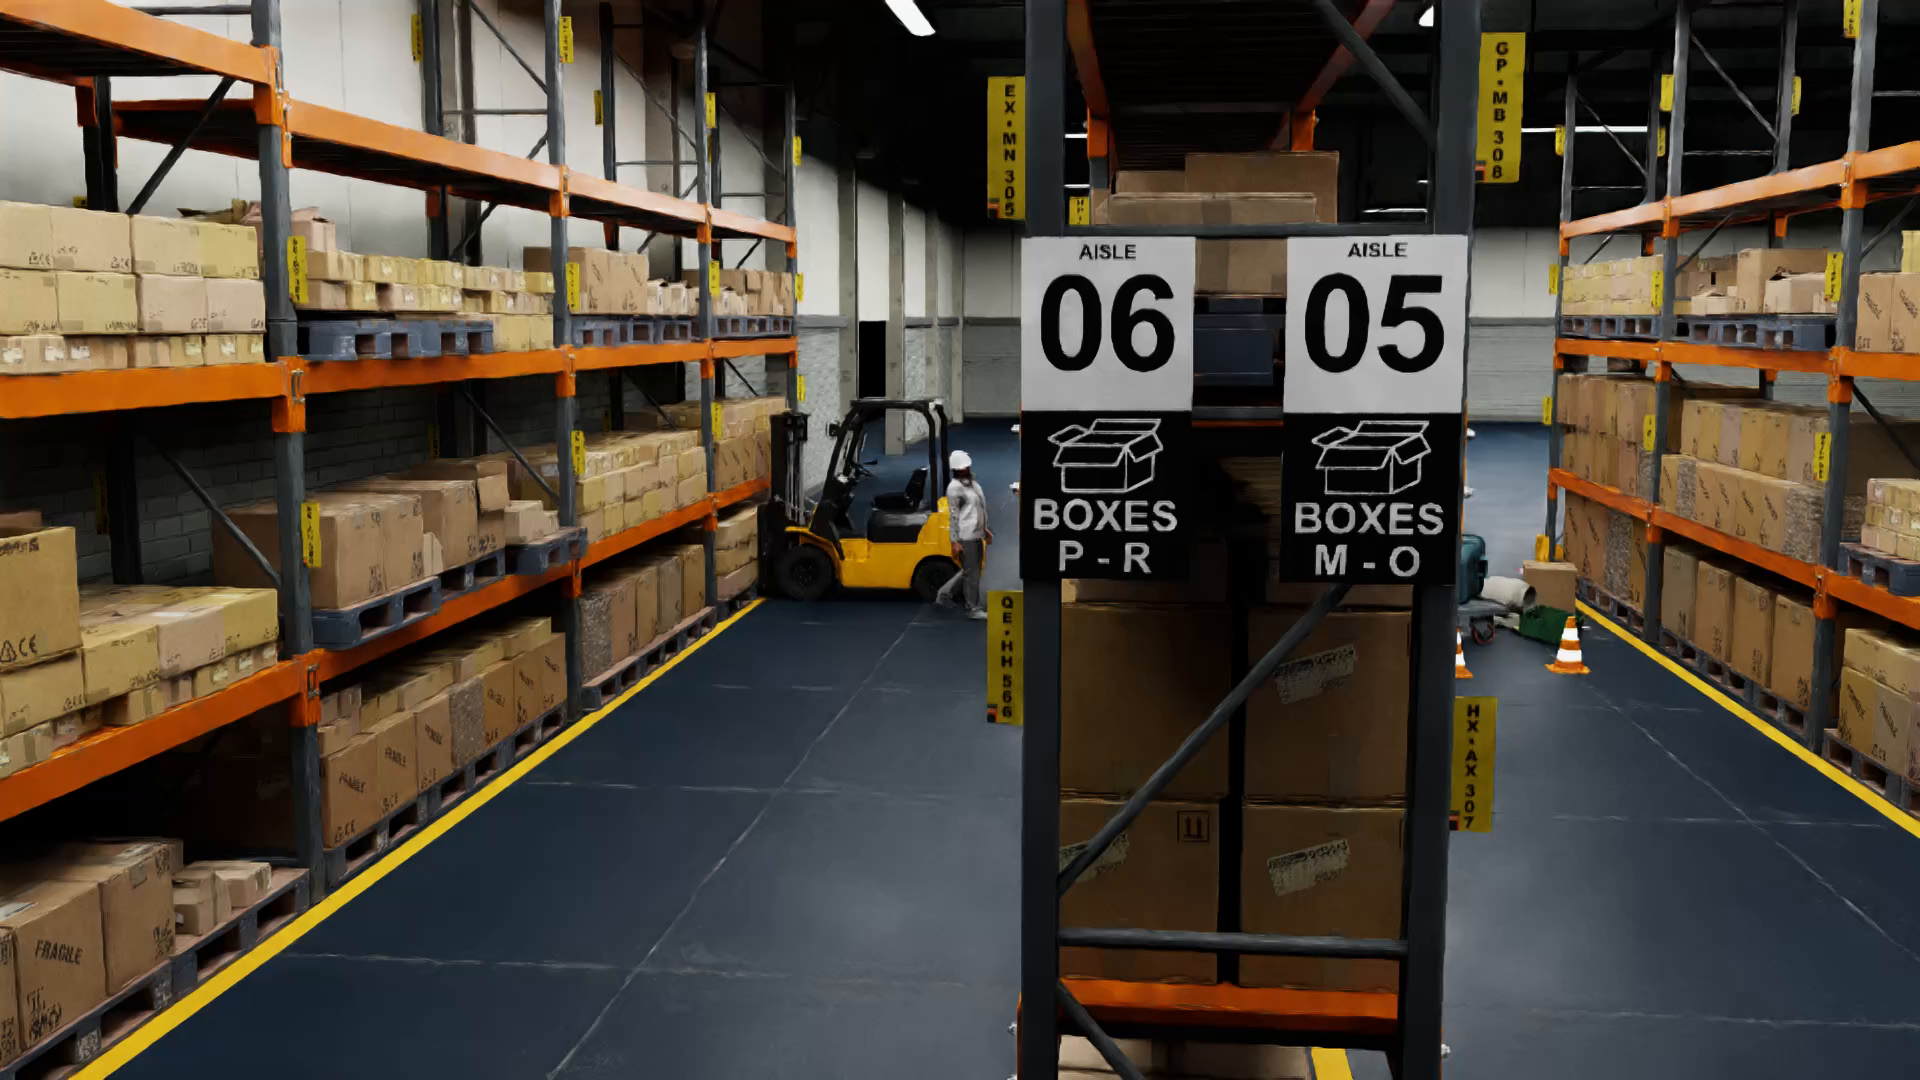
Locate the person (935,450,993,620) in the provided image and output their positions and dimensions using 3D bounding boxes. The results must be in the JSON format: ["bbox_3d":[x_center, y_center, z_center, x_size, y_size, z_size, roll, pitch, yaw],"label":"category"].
[{"bbox_3d":[0.020,-0.046,16.684,0.604,1.738,0.608,2,8,13],"label":"person"}]
